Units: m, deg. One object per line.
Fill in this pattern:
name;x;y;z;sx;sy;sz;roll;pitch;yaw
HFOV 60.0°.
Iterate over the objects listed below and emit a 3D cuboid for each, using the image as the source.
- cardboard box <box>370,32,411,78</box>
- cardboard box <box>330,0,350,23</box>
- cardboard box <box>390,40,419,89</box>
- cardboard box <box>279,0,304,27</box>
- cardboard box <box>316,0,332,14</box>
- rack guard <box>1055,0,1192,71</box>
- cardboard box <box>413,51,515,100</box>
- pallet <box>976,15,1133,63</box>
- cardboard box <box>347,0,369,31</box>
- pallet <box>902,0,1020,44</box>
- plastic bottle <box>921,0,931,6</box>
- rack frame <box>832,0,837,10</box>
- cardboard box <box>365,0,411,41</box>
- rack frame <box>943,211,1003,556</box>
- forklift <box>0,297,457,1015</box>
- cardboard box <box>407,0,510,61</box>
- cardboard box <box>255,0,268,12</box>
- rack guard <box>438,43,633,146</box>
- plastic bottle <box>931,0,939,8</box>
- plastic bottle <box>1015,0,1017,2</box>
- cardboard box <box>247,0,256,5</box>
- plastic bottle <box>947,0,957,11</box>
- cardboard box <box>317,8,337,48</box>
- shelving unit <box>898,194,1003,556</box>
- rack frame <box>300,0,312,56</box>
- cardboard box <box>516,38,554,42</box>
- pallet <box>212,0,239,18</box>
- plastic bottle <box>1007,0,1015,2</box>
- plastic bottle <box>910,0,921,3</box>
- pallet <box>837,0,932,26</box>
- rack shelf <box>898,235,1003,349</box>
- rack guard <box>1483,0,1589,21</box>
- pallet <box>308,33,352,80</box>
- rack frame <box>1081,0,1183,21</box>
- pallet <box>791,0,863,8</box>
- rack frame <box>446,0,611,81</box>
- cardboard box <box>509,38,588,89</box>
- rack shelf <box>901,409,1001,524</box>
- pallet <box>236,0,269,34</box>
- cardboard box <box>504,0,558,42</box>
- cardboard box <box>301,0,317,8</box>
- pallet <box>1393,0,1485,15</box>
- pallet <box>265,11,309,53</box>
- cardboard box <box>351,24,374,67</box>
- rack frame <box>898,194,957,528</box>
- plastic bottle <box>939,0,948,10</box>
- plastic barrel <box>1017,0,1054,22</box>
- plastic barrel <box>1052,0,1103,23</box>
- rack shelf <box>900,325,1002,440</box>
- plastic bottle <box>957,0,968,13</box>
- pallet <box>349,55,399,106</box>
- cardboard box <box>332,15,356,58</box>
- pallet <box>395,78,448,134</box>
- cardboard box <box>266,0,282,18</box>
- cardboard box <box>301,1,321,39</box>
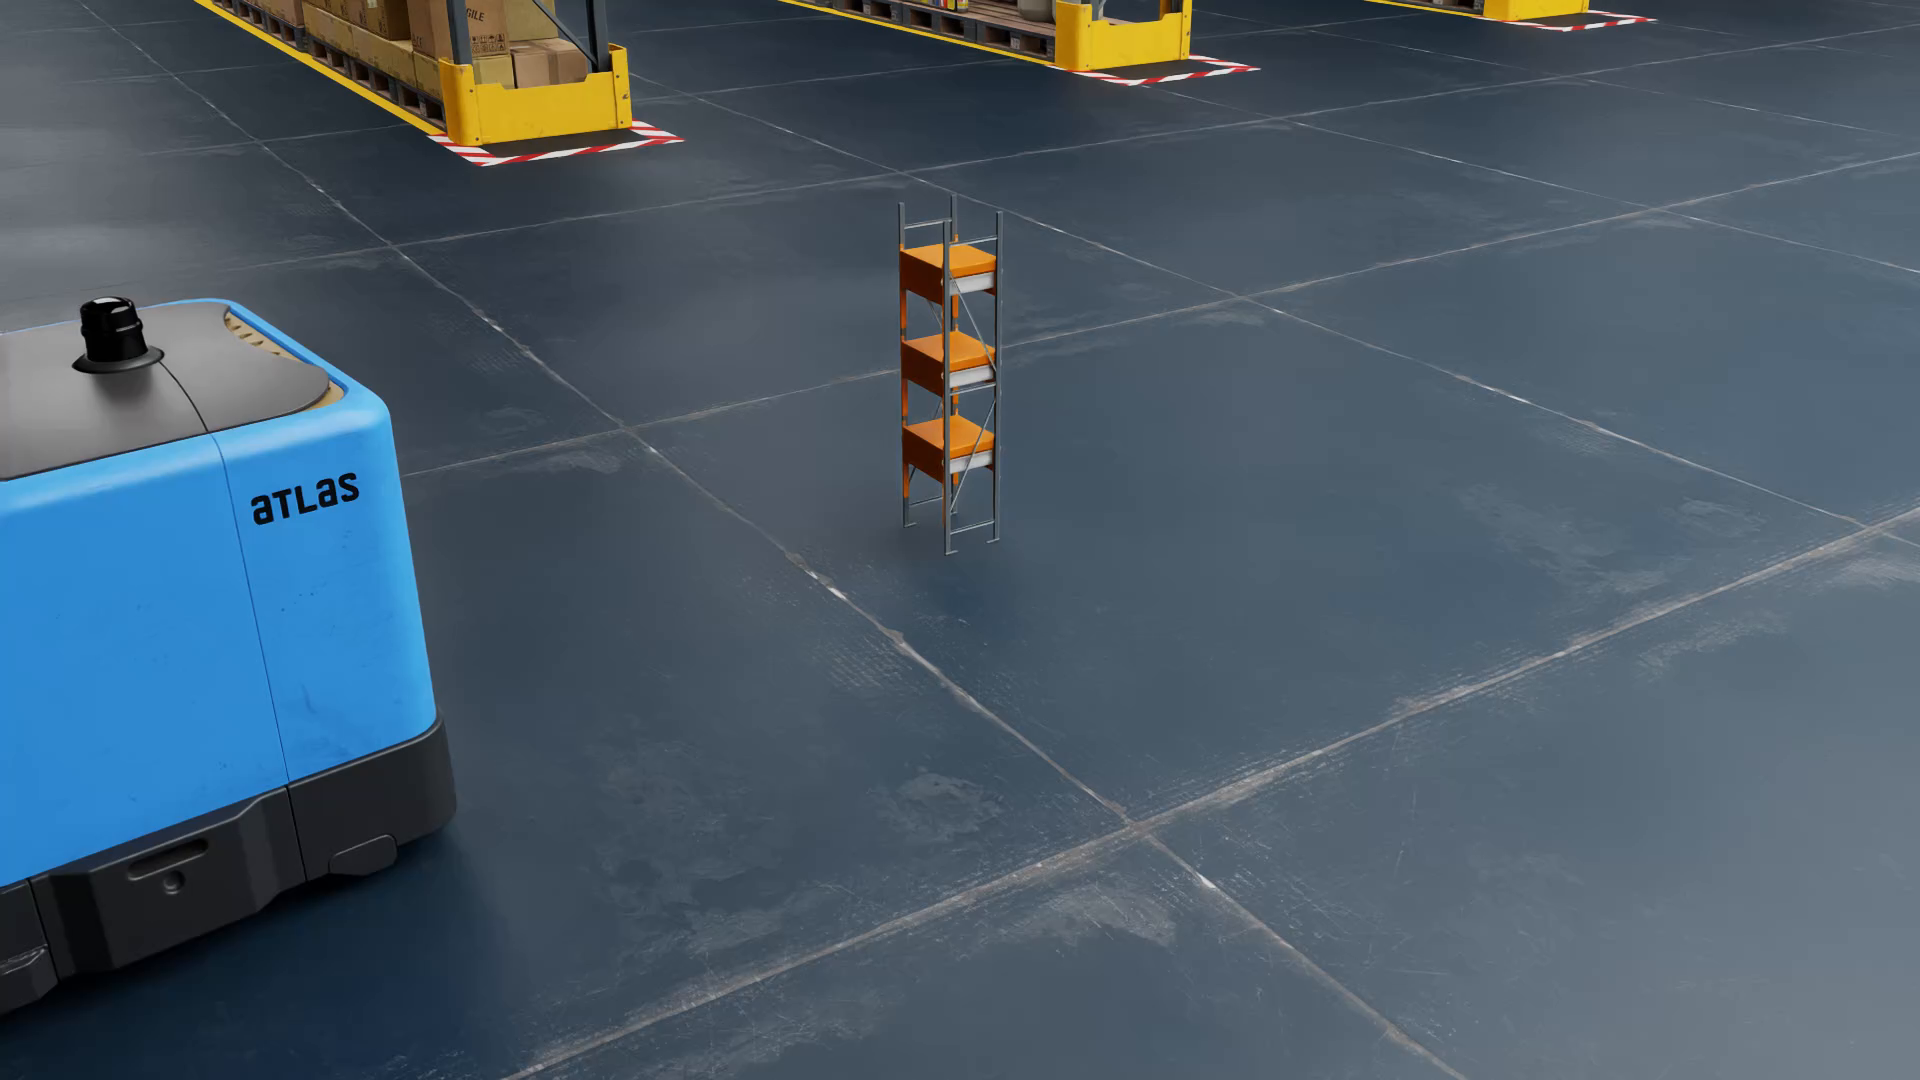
cardboard box;-3.857;-3.469;11.814;0.500;0.250;0.500;-16;29;-30
cardboard box;-4.406;-4.165;12.410;0.500;0.500;0.500;-16;29;-30
cardboard box;-3.582;-3.291;11.436;0.500;0.250;0.500;-16;29;-30
cardboard box;-5.412;-4.503;14.004;0.500;0.250;0.500;-16;30;-30
cardboard box;-4.672;-4.346;12.792;0.500;0.500;0.500;-16;29;-30
rack guard;1.313;-4.084;13.316;1.175;0.500;0.348;-16;29;-30
cardboard box;-3.299;-3.115;11.063;0.500;0.250;0.500;-16;29;-30
pallet;0.874;-4.245;13.995;1.003;0.211;1.213;-16;29;-30
cardboard box;-4.131;-3.987;12.032;0.500;0.500;0.500;-16;29;-30
pallet;0.212;-4.681;14.919;1.003;0.211;1.213;-16;29;-30
plastic bottle;-0.261;-4.958;14.827;0.144;0.351;0.185;-14;29;-27
rack frame;-0.790;-6.629;15.778;1.000;3.000;0.127;-16;29;-30
cardboard box;-3.859;-3.808;11.652;0.500;0.500;0.500;-16;29;-30
rack frame;0.037;-0.450;4.974;0.200;1.050;0.008;-16;29;-30
forklift;-2.596;-0.390;2.643;3.031;2.935;1.130;-20;32;-36
cardboard box;-3.301;-3.453;10.902;0.500;0.500;0.500;-16;29;-30
cardboard box;-5.966;-4.867;14.776;0.500;0.250;0.500;-15;29;-28
rack guard;-2.746;-2.906;10.821;1.175;0.500;0.348;-16;29;-30
plastic bottle;-0.167;-4.866;14.720;0.152;0.276;0.135;-16;30;-31
plastic bottle;0.557;-4.975;14.942;0.061;0.283;0.133;-15;29;-29
cardboard box;-6.242;-5.050;15.162;0.500;0.250;0.500;-15;29;-29
plastic bottle;-0.055;-4.761;14.488;0.061;0.283;0.133;-15;29;-28
cardboard box;-4.675;-4.006;12.951;0.500;0.250;0.500;-16;29;-30
shelving unit;-0.029;-0.494;5.066;0.215;1.050;0.252;-16;29;-30
rack frame;-4.942;-5.476;13.336;1.000;3.000;0.127;-16;29;-30
cardboard box;-3.141;-3.413;11.696;0.500;0.250;0.500;-16;29;-30
pallet;-6.709;-5.342;16.319;1.003;0.211;1.213;-16;29;-30
plastic bottle;0.478;-5.007;15.023;0.097;0.271;0.097;0;25;0
plastic bottle;-0.362;-5.025;14.968;0.144;0.351;0.185;-16;30;-30
pallet;-0.458;-5.118;15.844;1.003;0.211;1.213;-16;29;-30
rack shelf;-0.029;-0.741;4.950;0.215;0.259;0.240;-16;29;-30
rack guard;5.502;-5.249;15.784;1.175;0.500;0.348;-16;29;-30
pallet;-4.543;-3.921;13.308;1.003;0.211;1.213;-16;29;-30
rack frame;1.393;-5.198;12.748;1.000;3.000;0.127;-16;29;-30
pallet;-1.251;-5.640;16.949;1.003;0.211;1.213;-16;29;-30
rack frame;-2.759;-4.045;10.305;1.000;3.000;0.127;-16;29;-30
cardboard box;-2.865;-3.235;11.319;0.500;0.250;0.500;-16;29;-30
rack shelf;-0.029;-0.233;5.190;0.215;0.259;0.240;-16;29;-30
pallet;-6.047;-4.906;15.395;1.003;0.211;1.213;-16;29;-30
cardboard box;-3.140;-3.753;11.537;0.500;0.500;0.500;-16;29;-30
cardboard box;-4.952;-4.523;13.167;0.500;0.500;0.500;-16;29;-30
pallet;5.088;-5.417;16.479;1.003;0.211;1.213;-16;29;-30
pallet;-5.377;-4.469;14.470;1.003;0.211;1.213;-16;29;-30
cardboard box;-4.128;-3.648;12.194;0.500;0.250;0.500;-16;29;-30
rack frame;-0.096;-0.538;5.159;0.200;1.050;0.008;-16;29;-30
plastic bottle;-0.091;-4.817;14.615;0.152;0.276;0.135;-15;29;-29
plastic barrel;0.697;-4.660;14.030;0.421;0.512;0.421;0;25;0
plastic barrel;0.970;-4.481;13.650;0.421;0.512;0.421;0;25;0
rack shelf;-0.029;-0.484;5.071;0.215;0.259;0.240;-16;29;-30
plastic bottle;0.024;-4.686;14.426;0.097;0.201;0.097;0;25;0
pallet;-3.873;-3.484;12.383;1.003;0.211;1.213;-16;29;-30
cardboard box;-4.406;-3.826;12.569;0.500;0.250;0.500;-16;29;-30
pallet;-3.211;-3.048;11.459;1.003;0.211;1.213;-16;29;-30
cardboard box;-5.686;-4.684;14.388;0.500;0.250;0.500;-16;30;-30
cardboard box;-4.943;-4.186;13.332;0.500;0.250;0.500;-16;29;-30
